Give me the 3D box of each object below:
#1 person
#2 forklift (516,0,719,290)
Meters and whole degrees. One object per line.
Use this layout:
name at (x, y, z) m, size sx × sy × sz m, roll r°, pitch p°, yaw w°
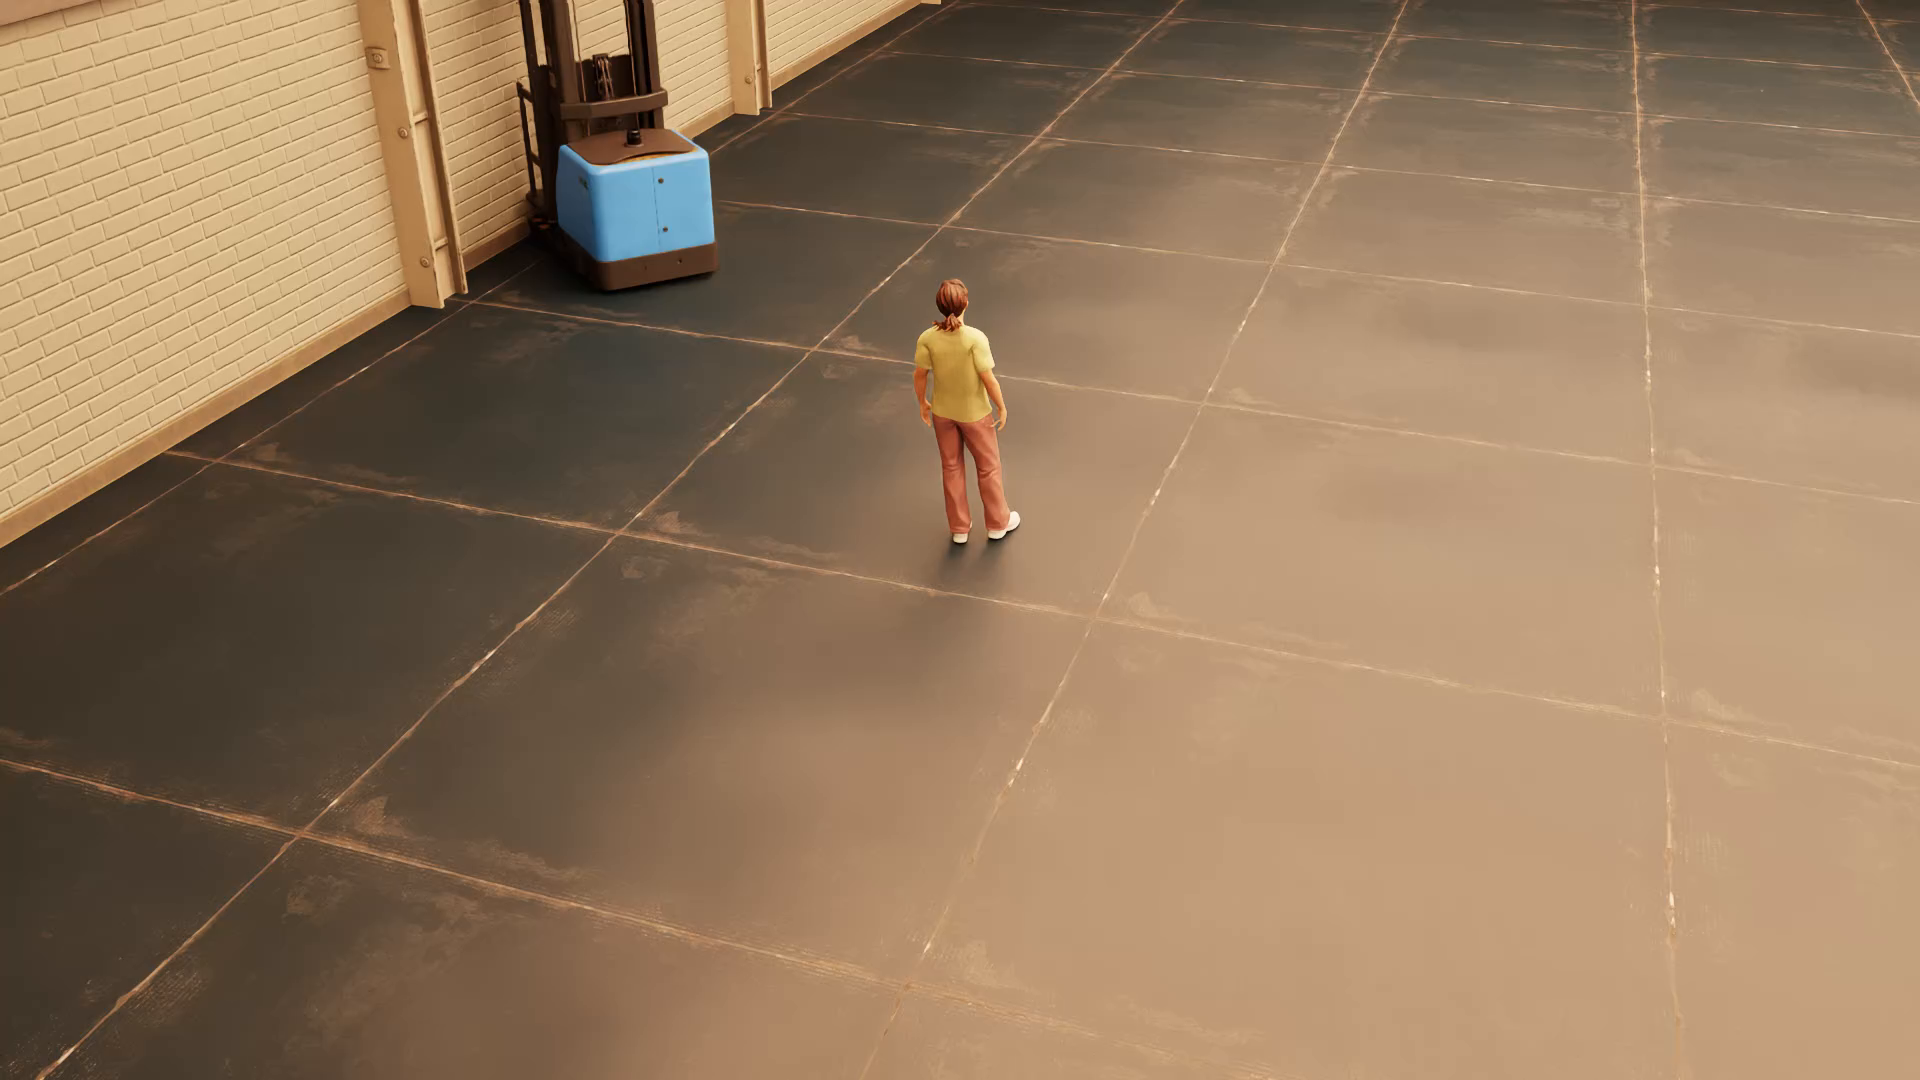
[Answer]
person at (0.035, -0.767, 9.735) m, size 0.553 × 1.673 × 0.548 m, roll 10°, pitch 31°, yaw 16°
forklift at (-3.197, -3.997, 14.149) m, size 1.130 × 2.935 × 3.031 m, roll -16°, pitch 33°, yaw -26°
